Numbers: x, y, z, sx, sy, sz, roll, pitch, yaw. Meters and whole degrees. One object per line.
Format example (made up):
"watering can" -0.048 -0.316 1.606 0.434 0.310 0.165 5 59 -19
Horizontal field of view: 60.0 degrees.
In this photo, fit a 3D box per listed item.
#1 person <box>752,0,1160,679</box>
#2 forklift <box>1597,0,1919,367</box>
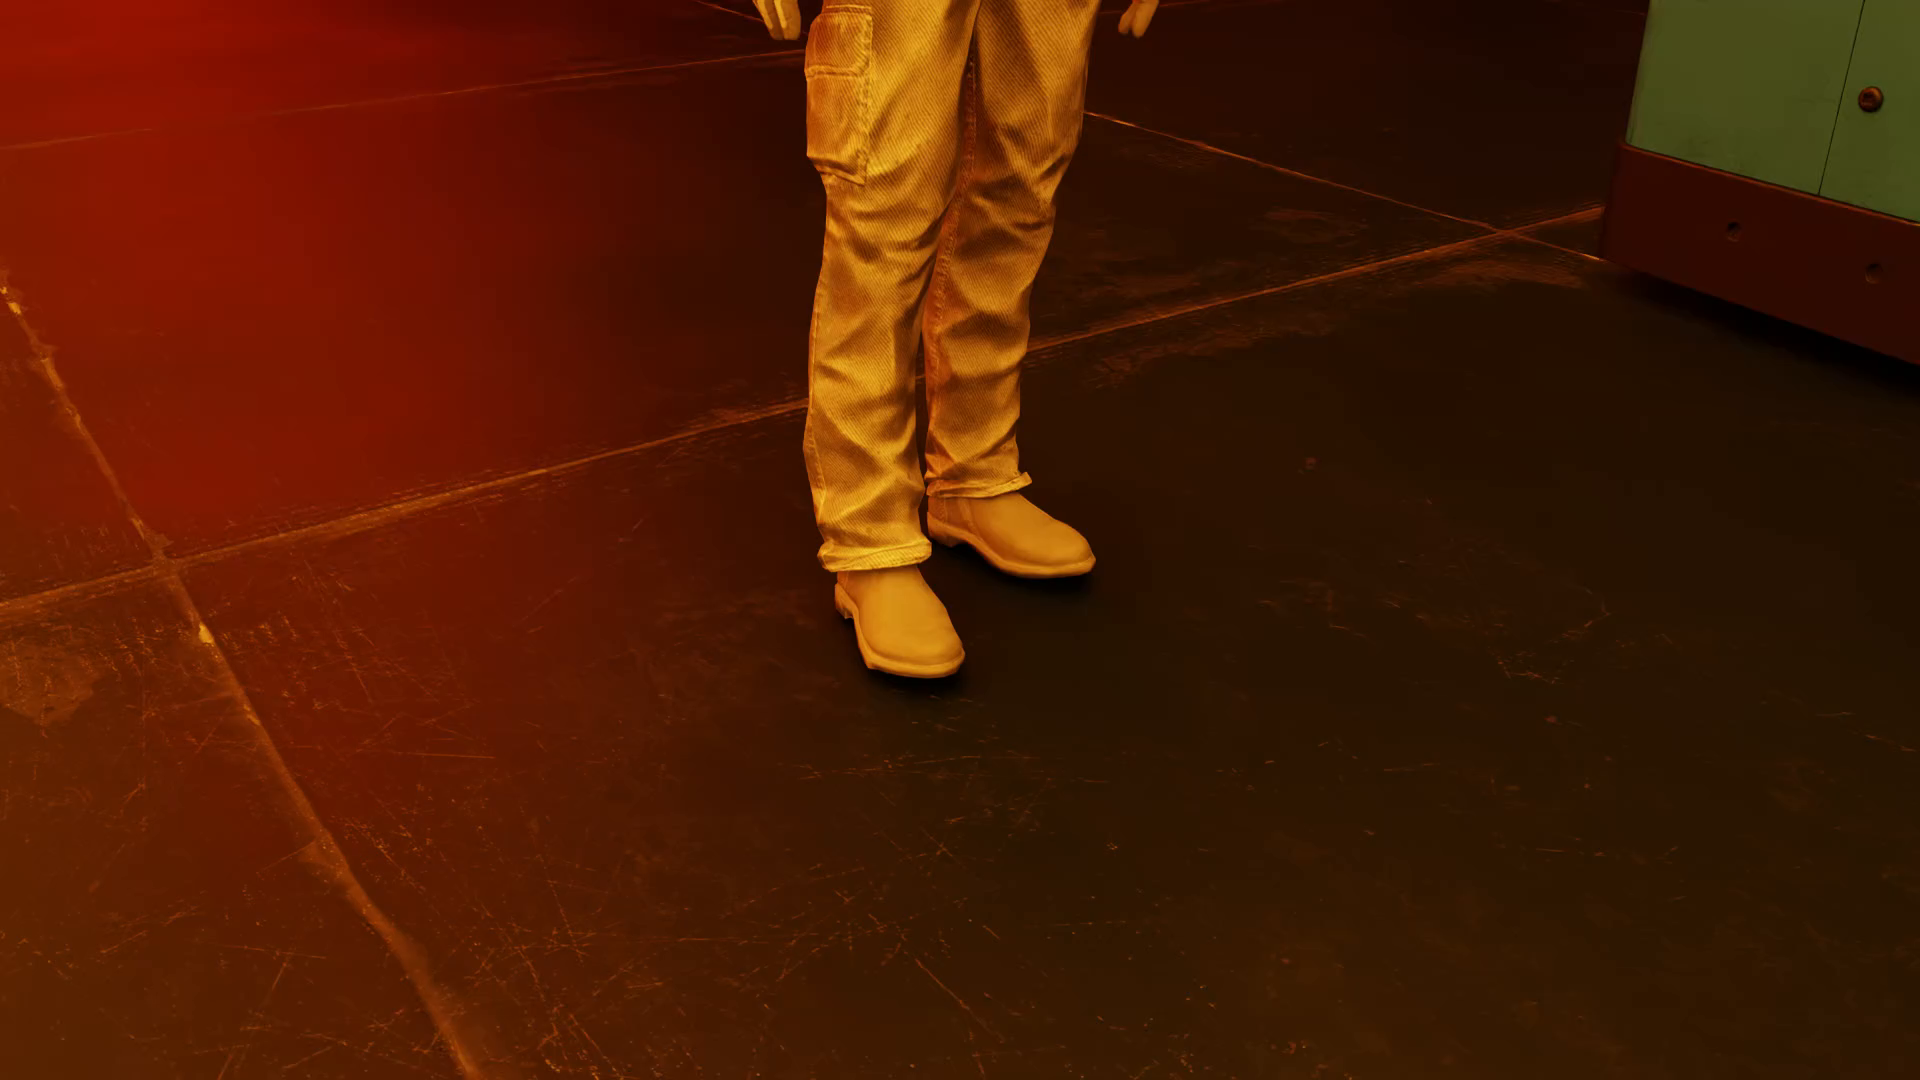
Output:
"person" 0.034 -0.775 2.040 0.656 1.781 0.577 -17 31 -31
"forklift" 2.910 -1.981 3.180 3.031 2.935 1.130 -13 30 -25
